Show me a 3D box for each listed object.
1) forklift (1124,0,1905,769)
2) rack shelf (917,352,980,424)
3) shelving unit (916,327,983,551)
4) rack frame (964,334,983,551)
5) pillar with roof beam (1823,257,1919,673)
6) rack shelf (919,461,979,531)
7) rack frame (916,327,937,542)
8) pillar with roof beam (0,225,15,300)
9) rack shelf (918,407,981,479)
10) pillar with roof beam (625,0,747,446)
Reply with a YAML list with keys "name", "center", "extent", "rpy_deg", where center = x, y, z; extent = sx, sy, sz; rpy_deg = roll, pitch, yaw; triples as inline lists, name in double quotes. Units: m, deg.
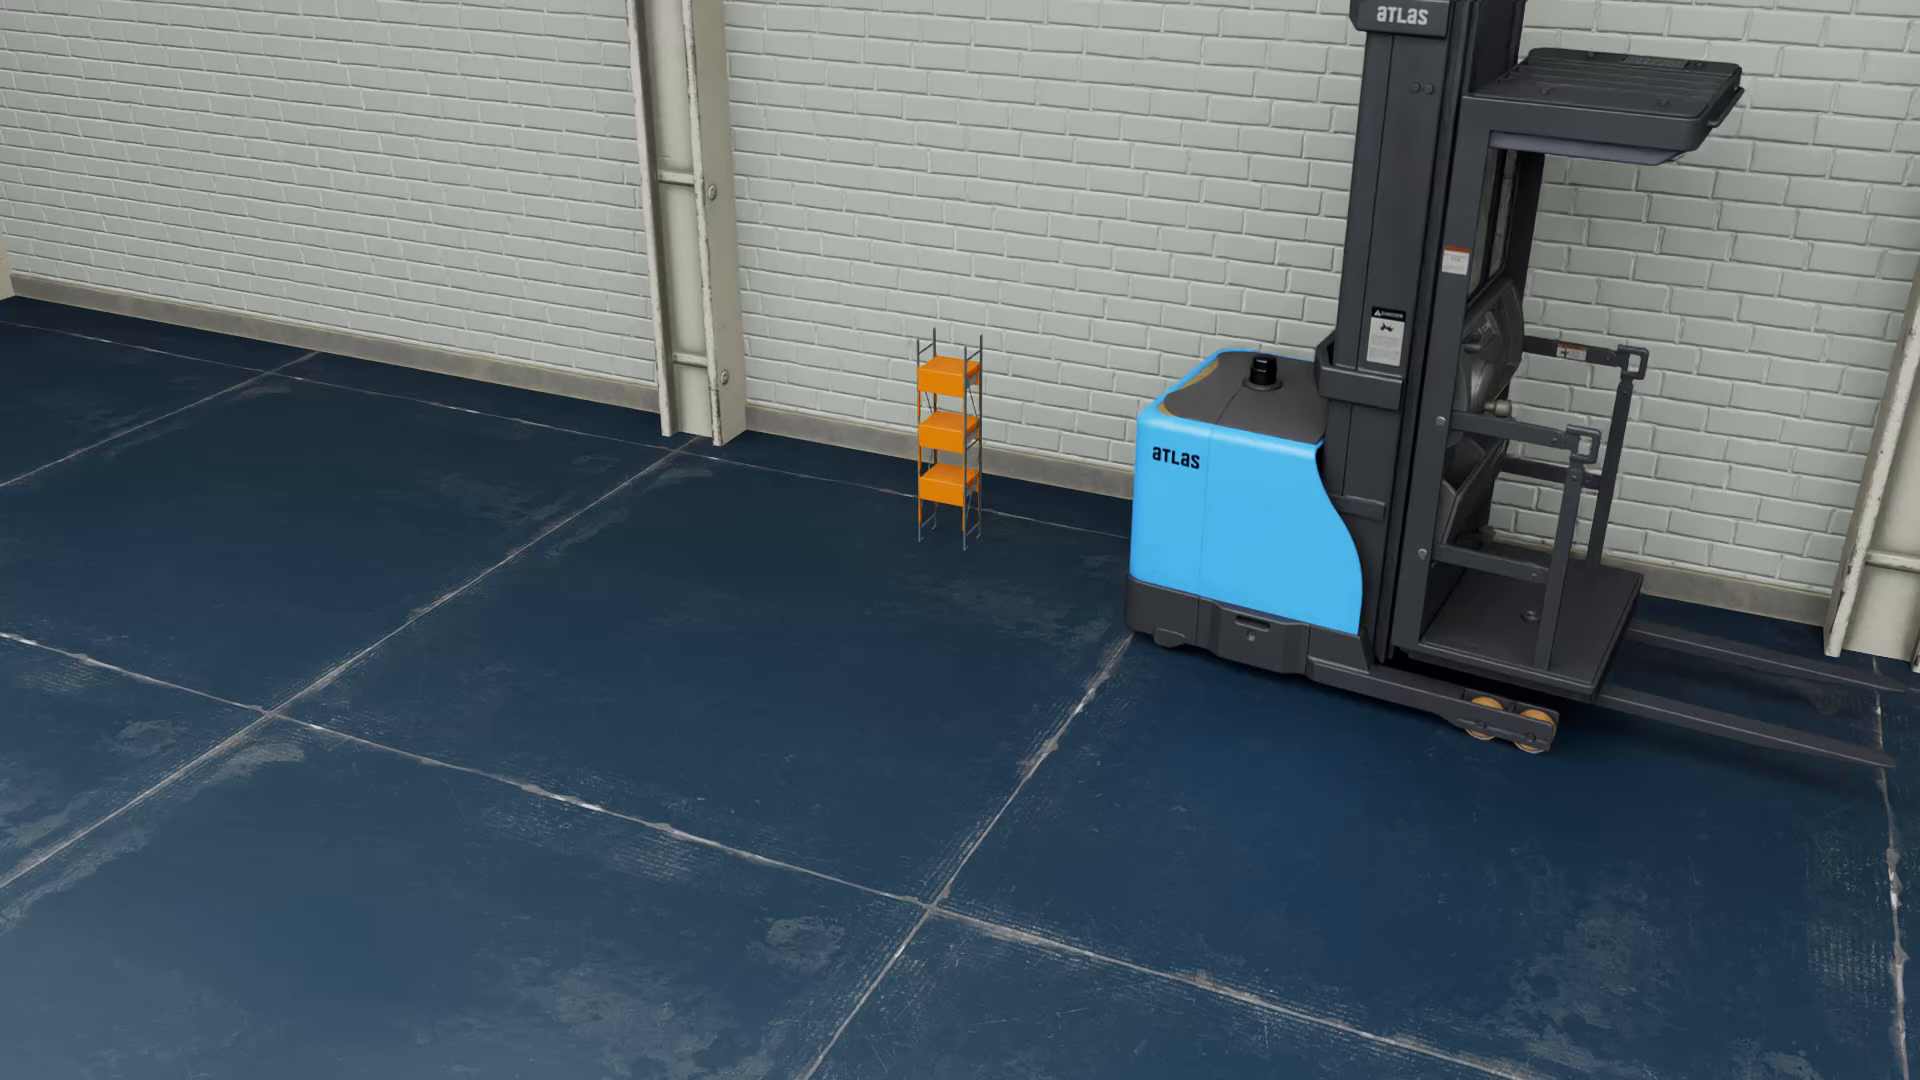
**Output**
- name: "forklift"
  center: [2.261, -0.745, 6.445]
  extent: [3.031, 2.935, 1.130]
  rpy_deg: [14, 30, 26]
- name: "rack shelf"
  center: [-0.049, -0.726, 7.917]
  extent: [0.240, 0.259, 0.215]
  rpy_deg: [11, 28, 22]
- name: "shelving unit"
  center: [-0.049, -0.481, 8.038]
  extent: [0.252, 1.050, 0.215]
  rpy_deg: [11, 28, 22]
- name: "rack frame"
  center: [0.062, -0.458, 7.993]
  extent: [0.008, 1.050, 0.200]
  rpy_deg: [11, 28, 22]
- name: "pillar with roof beam"
  center: [2.224, -1.833, 1.784]
  extent: [0.400, 9.000, 9.100]
  rpy_deg: [11, 28, 22]
- name: "rack shelf"
  center: [-0.049, -0.222, 8.165]
  extent: [0.240, 0.259, 0.215]
  rpy_deg: [11, 28, 22]
- name: "rack frame"
  center: [-0.160, -0.503, 8.083]
  extent: [0.008, 1.050, 0.200]
  rpy_deg: [11, 28, 22]
- name: "pillar with roof beam"
  center: [-8.700, -4.027, 6.241]
  extent: [0.400, 9.000, 9.100]
  rpy_deg: [11, 28, 22]
- name: "rack shelf"
  center: [-0.049, -0.471, 8.043]
  extent: [0.240, 0.259, 0.215]
  rpy_deg: [11, 28, 22]
- name: "pillar with roof beam"
  center: [-3.238, -2.930, 4.013]
  extent: [0.400, 9.000, 9.100]
  rpy_deg: [11, 28, 22]
